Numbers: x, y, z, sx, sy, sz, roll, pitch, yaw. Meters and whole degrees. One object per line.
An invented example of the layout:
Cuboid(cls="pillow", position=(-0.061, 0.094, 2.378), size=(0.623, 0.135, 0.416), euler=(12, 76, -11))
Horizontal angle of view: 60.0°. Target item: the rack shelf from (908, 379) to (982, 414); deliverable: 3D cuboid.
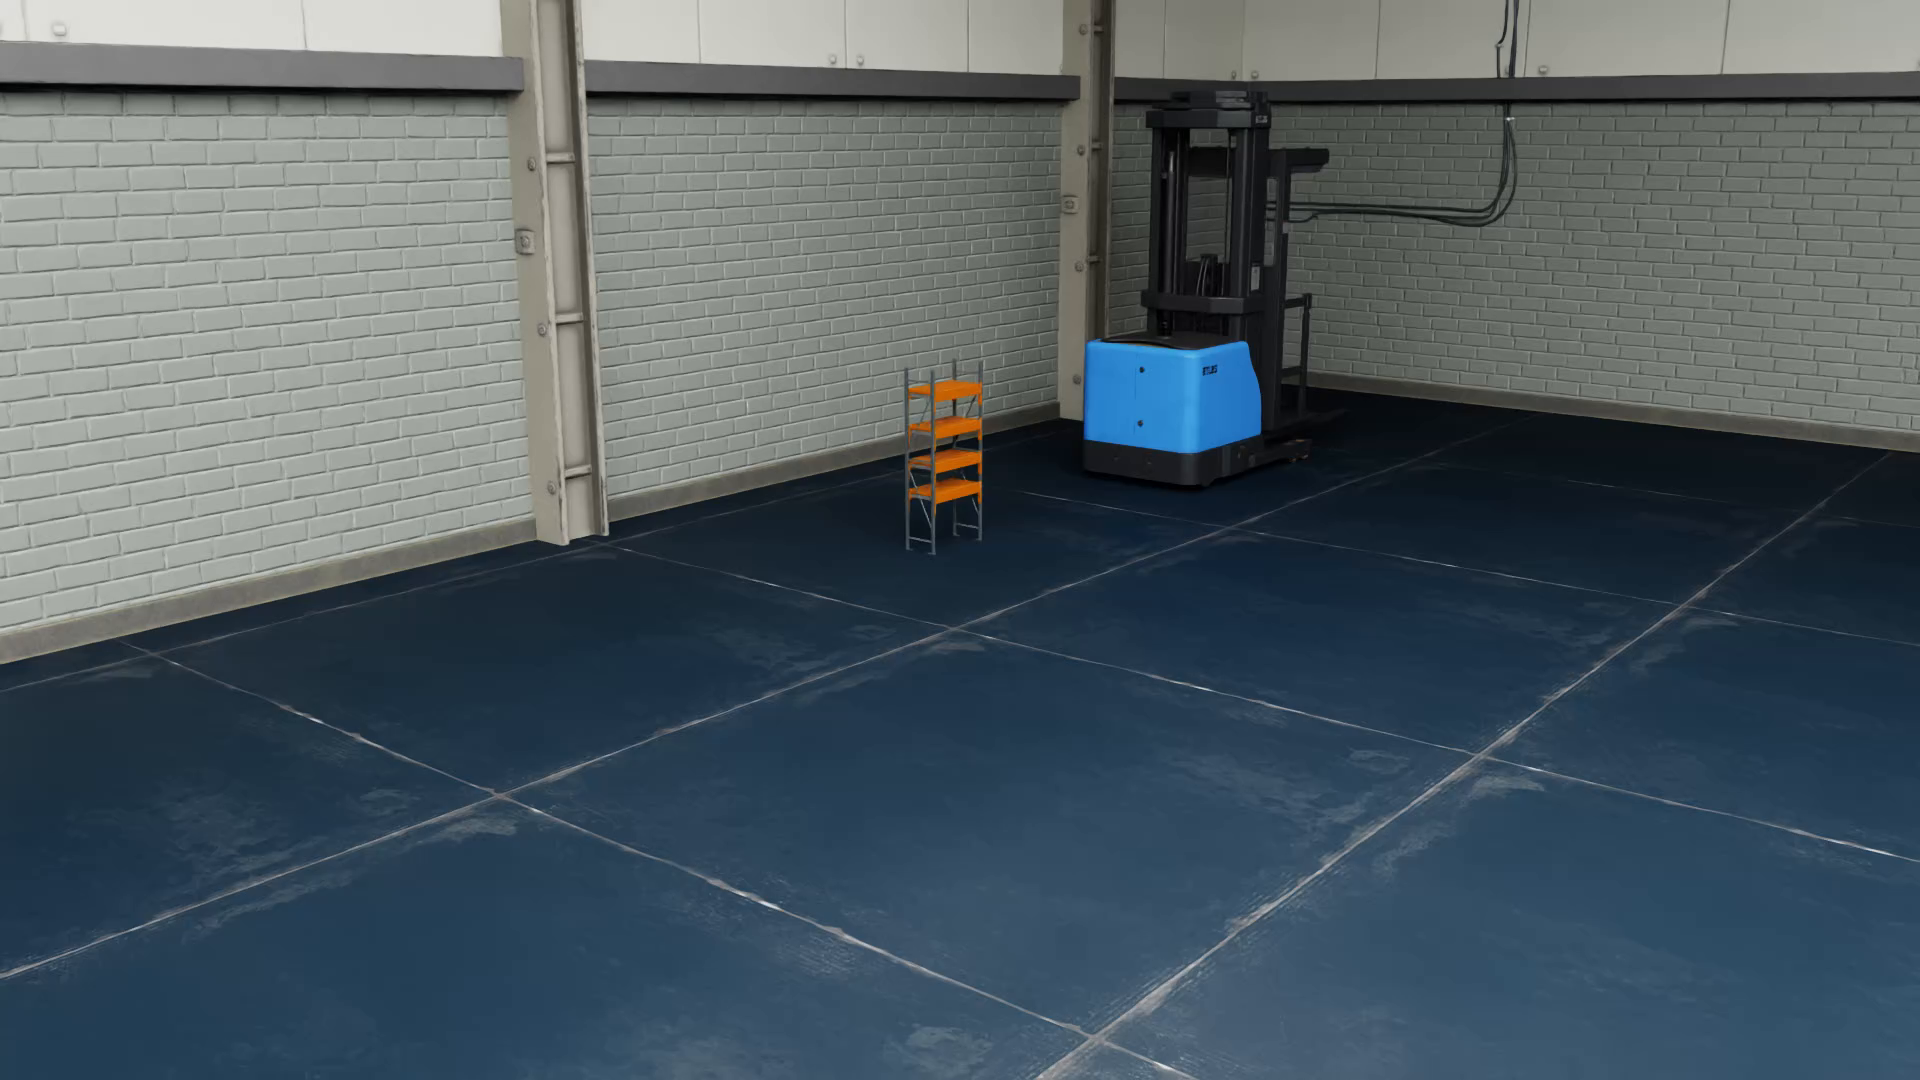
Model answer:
Cuboid(cls="rack shelf", position=(-0.104, -0.931, 10.754), size=(0.258, 0.148, 0.480), euler=(11, 18, 38))

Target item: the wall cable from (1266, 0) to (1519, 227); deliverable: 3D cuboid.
Cuboid(cls="wall cable", position=(4.035, -4.388, 16.427), size=(3.097, 2.526, 0.112), euler=(11, 18, 38))

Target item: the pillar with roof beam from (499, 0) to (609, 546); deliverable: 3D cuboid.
Cuboid(cls="pillar with roof beam", position=(0.733, -3.718, 7.484), size=(9.100, 9.000, 0.400), euler=(11, 18, 38))

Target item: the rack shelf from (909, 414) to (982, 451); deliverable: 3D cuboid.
Cuboid(cls="rack shelf", position=(-0.104, -0.701, 10.812), size=(0.258, 0.148, 0.480), euler=(11, 18, 38))

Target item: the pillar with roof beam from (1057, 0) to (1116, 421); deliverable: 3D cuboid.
Cuboid(cls="pillar with roof beam", position=(4.504, -4.867, 12.007), size=(9.100, 9.000, 0.400), euler=(11, 18, 38))

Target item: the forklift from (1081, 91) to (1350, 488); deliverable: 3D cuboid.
Cuboid(cls="forklift", position=(2.258, -2.120, 13.517), size=(1.130, 2.935, 3.031), euler=(11, 18, 37))

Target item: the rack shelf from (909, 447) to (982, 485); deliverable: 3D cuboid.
Cuboid(cls="rack shelf", position=(-0.104, -0.485, 10.867), size=(0.258, 0.148, 0.480), euler=(11, 18, 38))

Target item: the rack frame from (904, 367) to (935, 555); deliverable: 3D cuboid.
Cuboid(cls="rack frame", position=(-0.257, -0.503, 10.666), size=(0.240, 1.200, 0.015), euler=(11, 18, 38))

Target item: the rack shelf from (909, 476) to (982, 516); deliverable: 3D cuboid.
Cuboid(cls="rack shelf", position=(-0.104, -0.292, 10.916), size=(0.258, 0.148, 0.480), euler=(11, 18, 38))

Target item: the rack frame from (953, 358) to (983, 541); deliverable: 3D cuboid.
Cuboid(cls="rack frame", position=(0.049, -0.597, 11.034), size=(0.240, 1.200, 0.015), euler=(11, 18, 38))

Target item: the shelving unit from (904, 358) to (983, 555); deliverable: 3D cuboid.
Cuboid(cls="shelving unit", position=(-0.104, -0.550, 10.850), size=(0.258, 1.200, 0.503), euler=(11, 18, 38))
